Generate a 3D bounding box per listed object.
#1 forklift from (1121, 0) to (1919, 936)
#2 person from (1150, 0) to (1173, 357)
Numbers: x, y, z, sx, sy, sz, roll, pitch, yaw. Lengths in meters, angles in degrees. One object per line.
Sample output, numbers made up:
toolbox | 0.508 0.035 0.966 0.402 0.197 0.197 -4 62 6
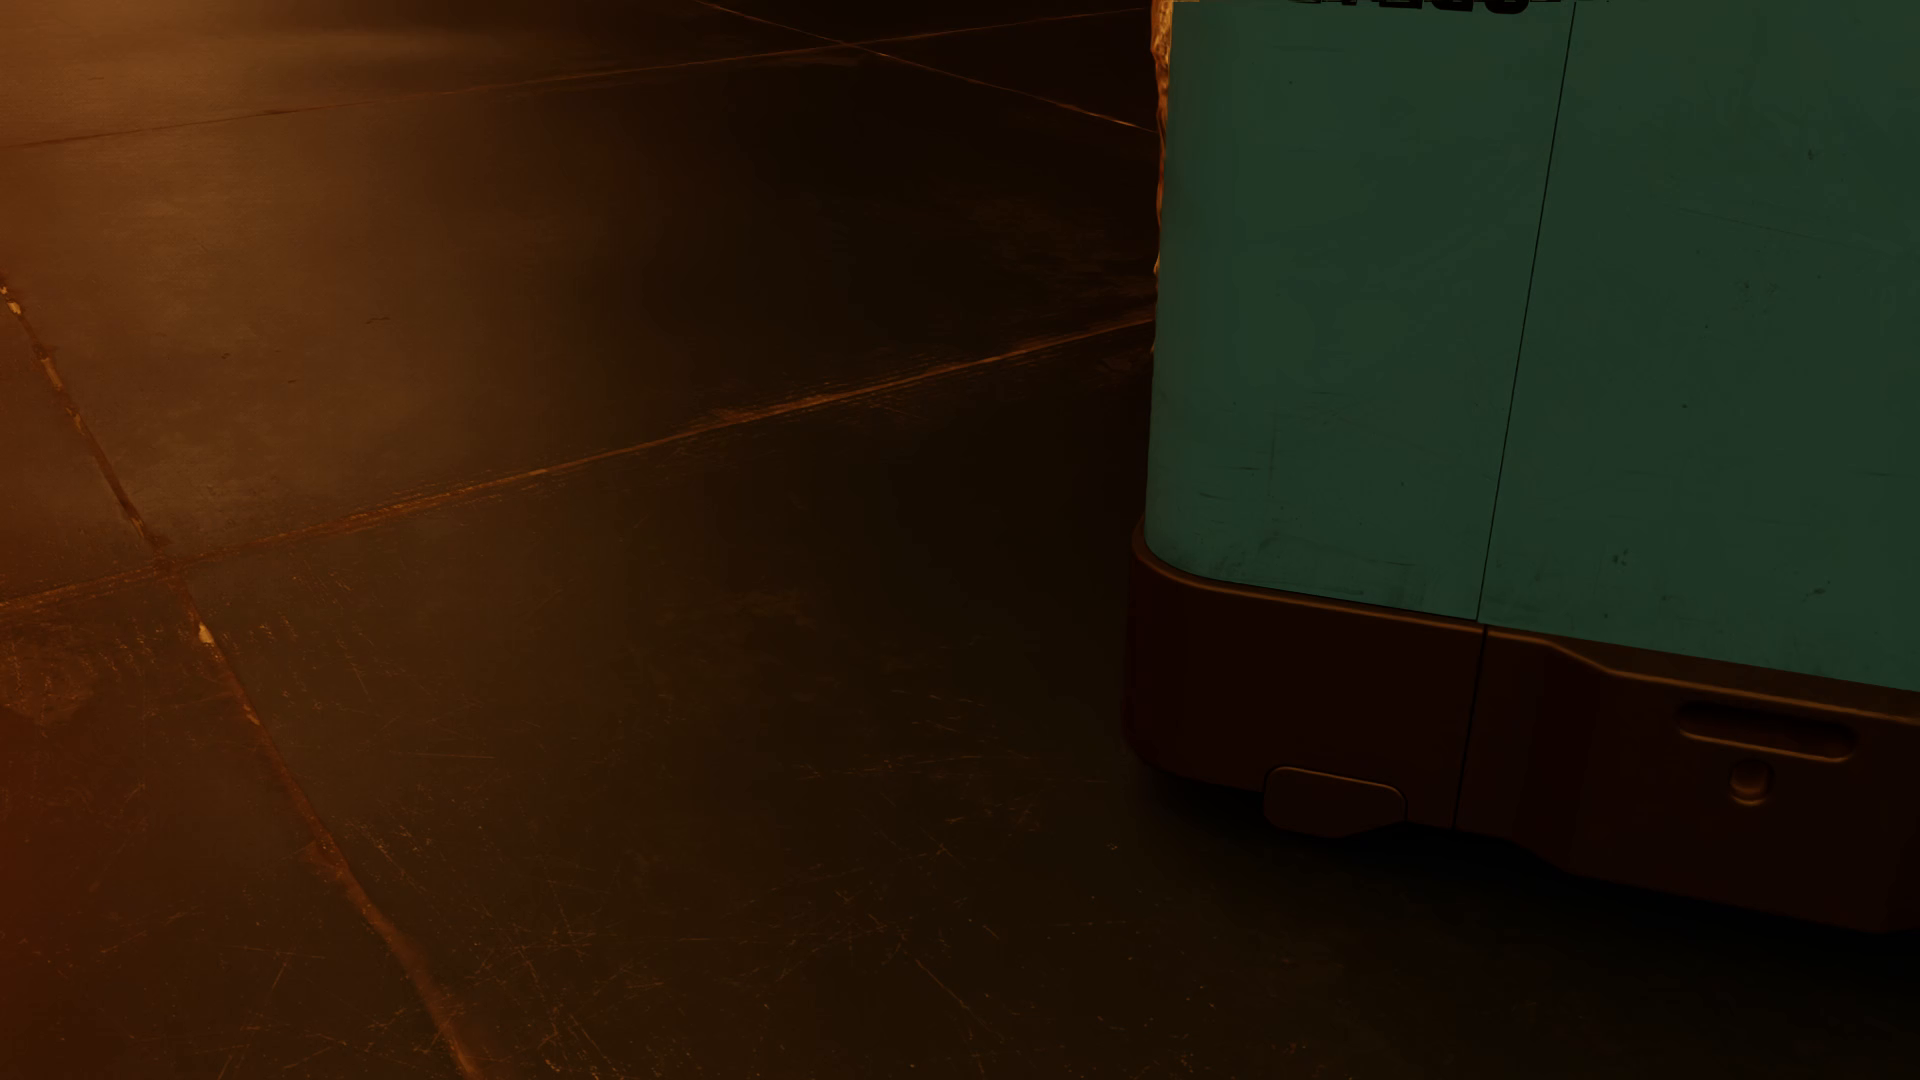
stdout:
forklift | 1.759 -0.995 1.216 3.031 2.935 1.130 9 28 17
person | 0.570 -1.123 2.800 0.882 1.746 0.440 4 27 8
